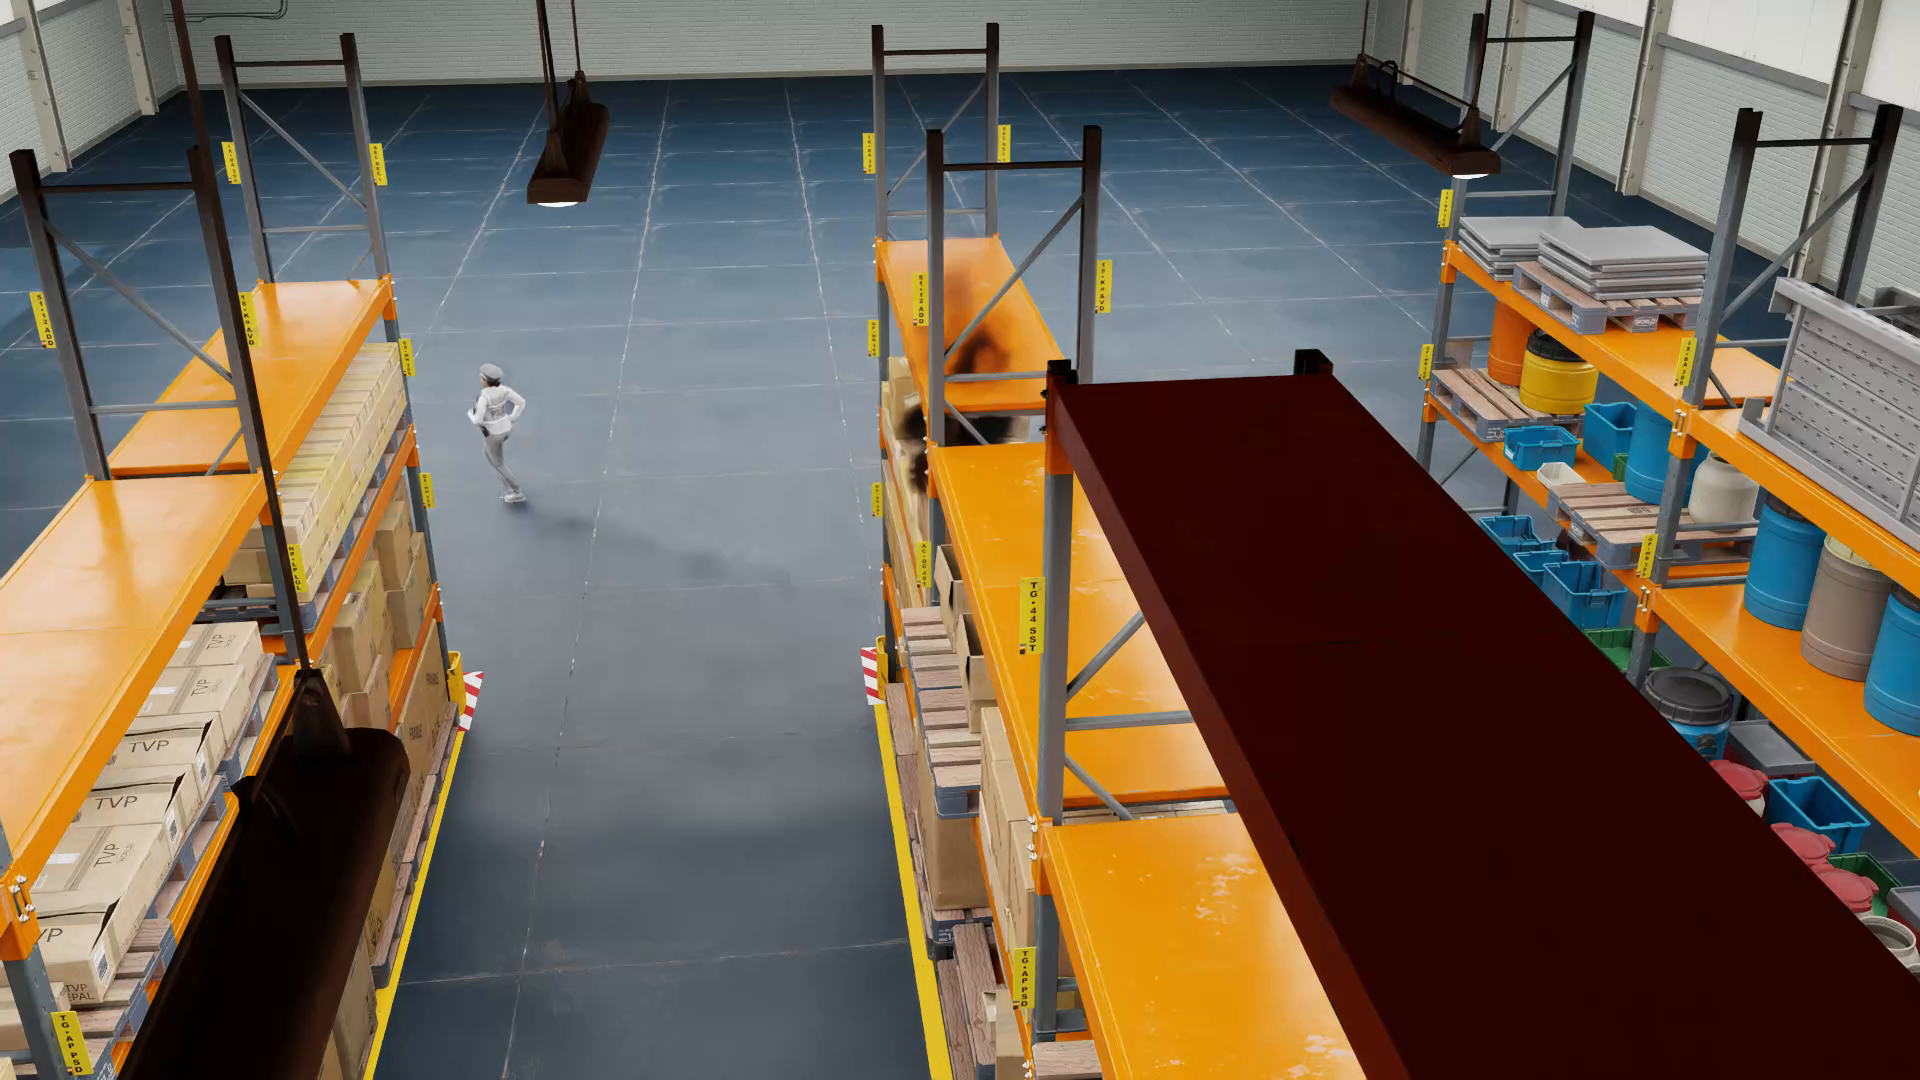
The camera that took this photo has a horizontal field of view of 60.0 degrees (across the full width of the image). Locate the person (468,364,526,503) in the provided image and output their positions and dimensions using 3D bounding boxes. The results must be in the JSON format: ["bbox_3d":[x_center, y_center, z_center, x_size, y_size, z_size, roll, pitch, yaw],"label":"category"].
[{"bbox_3d":[-5.344,-1.228,19.120,0.666,1.690,0.582,9,27,18],"label":"person"}]

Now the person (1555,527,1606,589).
[{"bbox_3d":[6.010,0.304,15.876,0.709,1.837,0.756,-14,29,-26],"label":"person"}]
